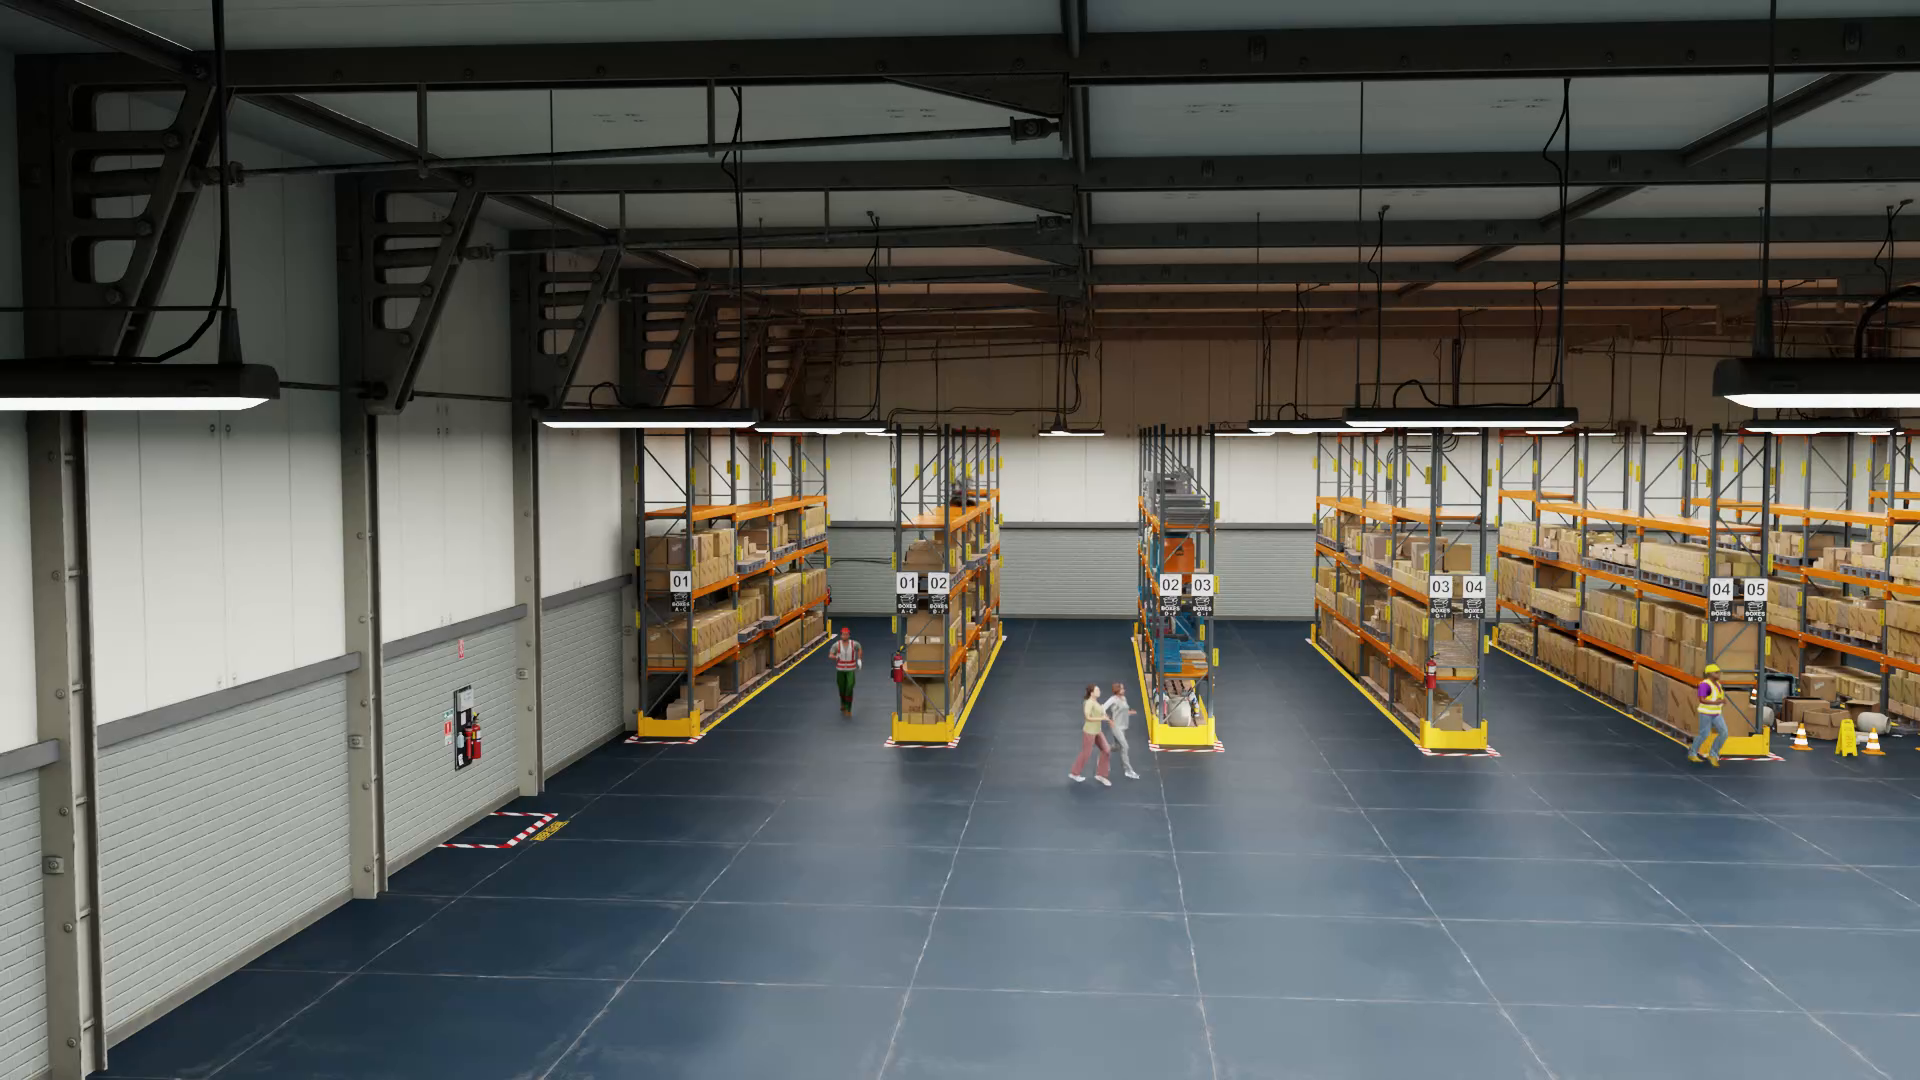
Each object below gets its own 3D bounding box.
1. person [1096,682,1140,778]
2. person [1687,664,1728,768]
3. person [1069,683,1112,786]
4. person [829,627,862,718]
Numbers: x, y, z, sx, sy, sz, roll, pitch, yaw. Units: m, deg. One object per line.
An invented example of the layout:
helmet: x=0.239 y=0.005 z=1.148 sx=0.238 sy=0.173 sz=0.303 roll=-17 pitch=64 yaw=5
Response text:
person: x=2.666 y=3.190 z=28.096 sx=0.890 sy=1.589 sz=0.534 roll=2 pitch=4 yaw=33
person: x=13.145 y=3.078 z=29.135 sx=0.701 sy=1.812 sz=0.689 roll=-2 pitch=4 yaw=-31
person: x=2.142 y=3.214 z=27.430 sx=0.744 sy=1.713 sz=0.564 roll=2 pitch=4 yaw=27
person: x=-2.375 y=2.710 z=34.420 sx=0.660 sy=1.823 sz=0.903 roll=0 pitch=3 yaw=0
